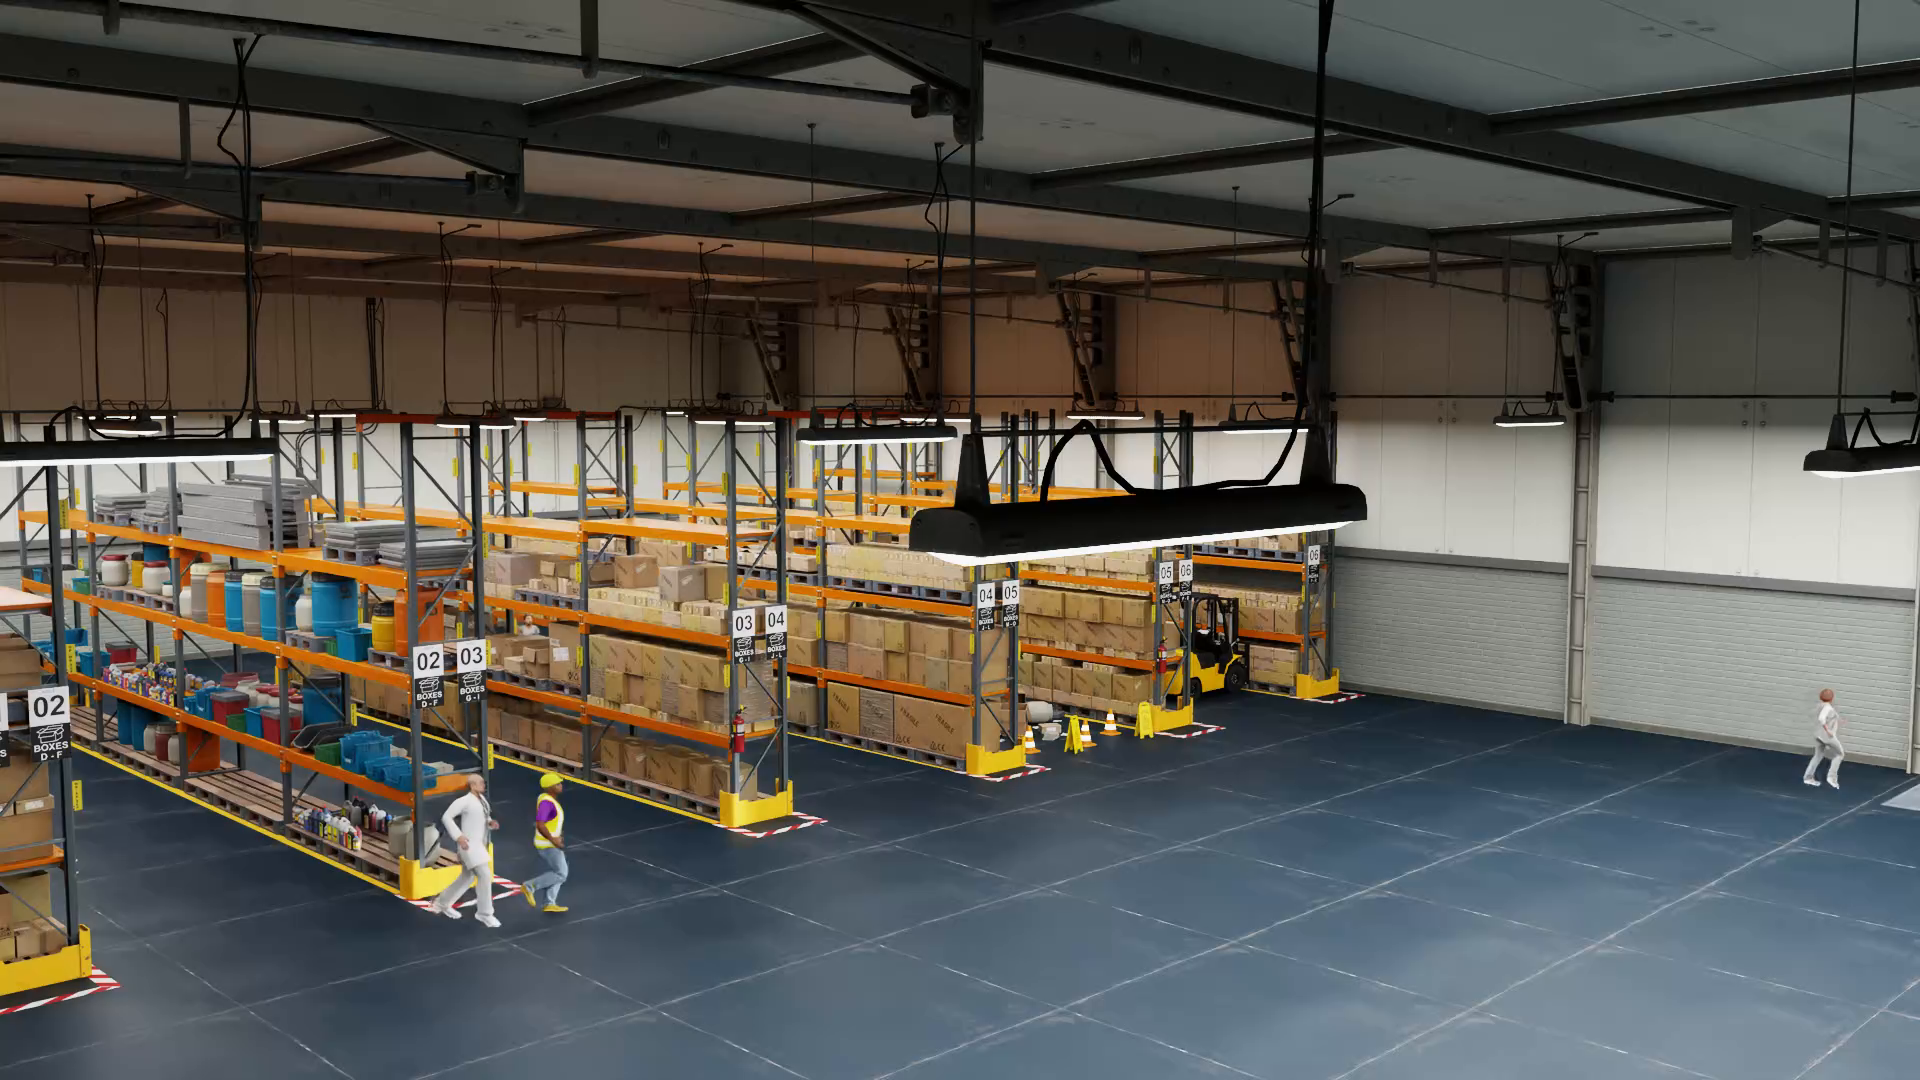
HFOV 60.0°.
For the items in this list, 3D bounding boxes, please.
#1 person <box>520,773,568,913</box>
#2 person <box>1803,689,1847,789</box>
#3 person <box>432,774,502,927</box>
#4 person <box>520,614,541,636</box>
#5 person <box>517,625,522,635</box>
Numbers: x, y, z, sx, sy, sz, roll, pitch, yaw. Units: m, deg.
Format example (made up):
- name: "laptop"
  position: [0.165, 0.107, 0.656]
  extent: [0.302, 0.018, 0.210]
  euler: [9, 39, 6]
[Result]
- name: "person"
  position: [-5.109, 3.716, 20.343]
  extent: [0.575, 1.728, 0.695]
  euler: [-2, 5, -20]
- name: "person"
  position: [13.946, 3.205, 26.786]
  extent: [0.663, 1.622, 0.516]
  euler: [0, 5, -5]
- name: "person"
  position: [-5.912, 3.737, 20.051]
  extent: [0.909, 1.836, 0.721]
  euler: [0, 5, 4]
- name: "person"
  position: [-9.234, 2.416, 35.555]
  extent: [0.554, 1.716, 0.777]
  euler: [-4, 7, -40]
- name: "person"
  position: [-8.894, 2.566, 33.413]
  extent: [0.754, 1.730, 0.712]
  euler: [4, 7, 41]
